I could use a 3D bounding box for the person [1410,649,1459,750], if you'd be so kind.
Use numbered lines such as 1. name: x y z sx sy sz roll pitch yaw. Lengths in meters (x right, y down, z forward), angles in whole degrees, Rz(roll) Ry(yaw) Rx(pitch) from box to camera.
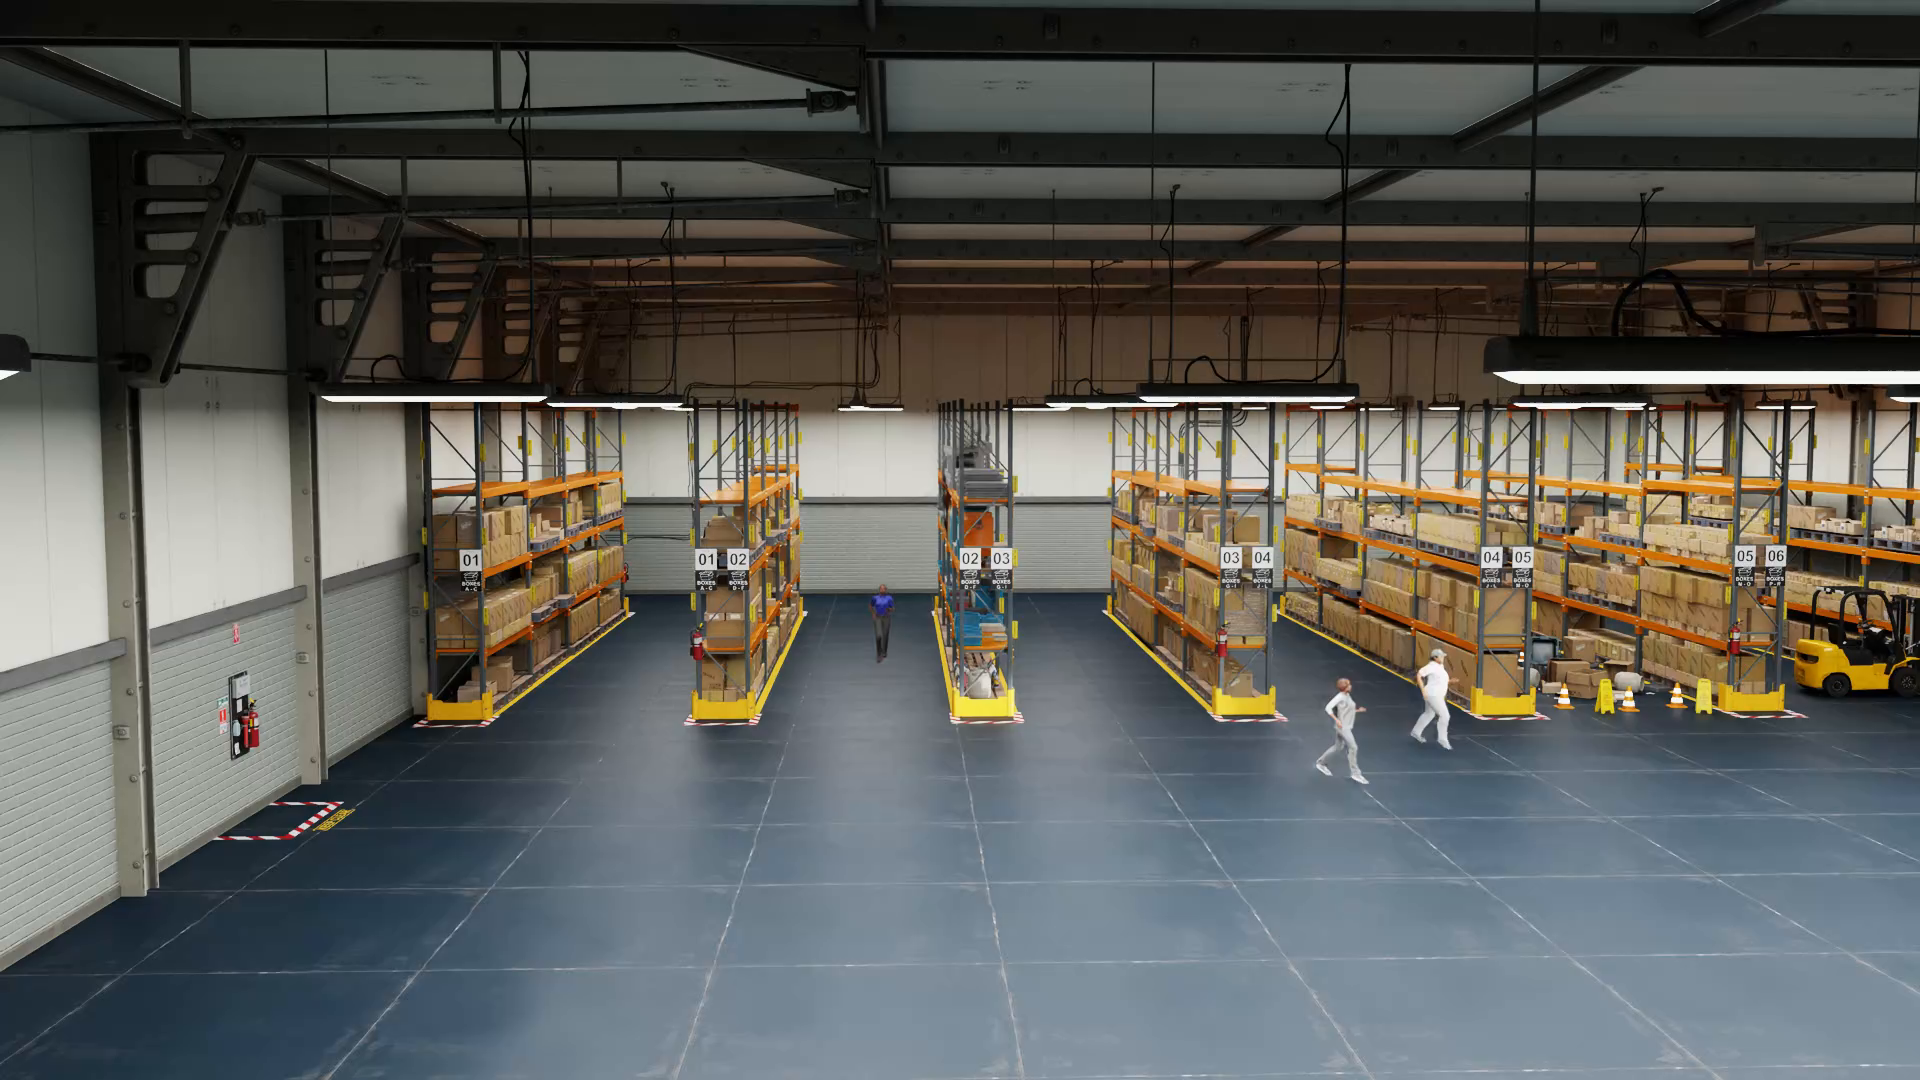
1. person: 8.145 2.720 28.572 0.824 1.719 0.593 2 5 29

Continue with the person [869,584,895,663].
1. person: -1.722 1.846 36.778 0.556 1.738 0.638 0 4 -5

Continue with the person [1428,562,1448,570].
1. person: 14.138 1.083 49.294 1.045 1.784 0.722 0 4 2

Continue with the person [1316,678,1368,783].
1. person: 5.946 2.942 25.850 0.830 1.616 0.523 2 5 21
